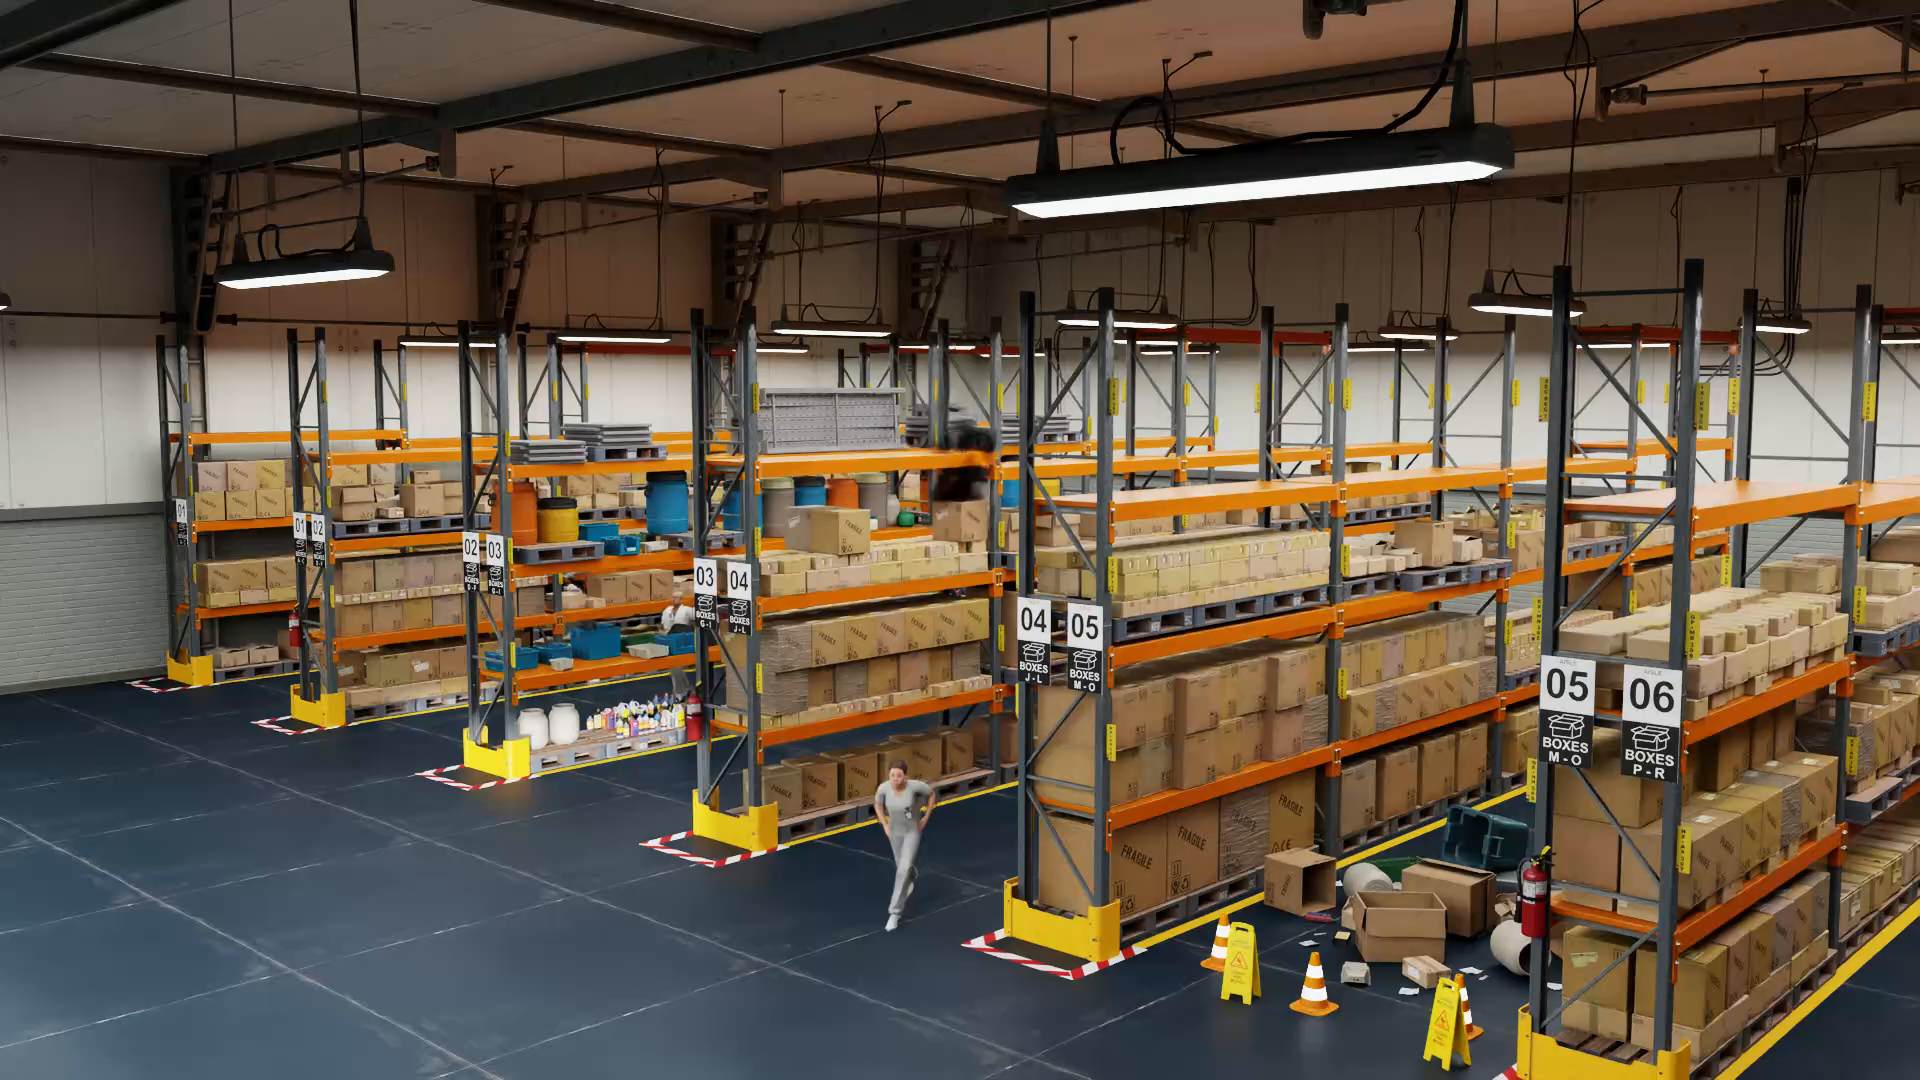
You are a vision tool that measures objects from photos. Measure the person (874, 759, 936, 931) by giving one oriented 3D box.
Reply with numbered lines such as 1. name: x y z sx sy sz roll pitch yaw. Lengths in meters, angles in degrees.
1. person: -0.518 2.867 16.159 0.594 1.627 1.011 1 5 8

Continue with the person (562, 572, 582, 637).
1. person: -7.171 1.419 30.878 0.858 1.663 0.599 -4 7 -39

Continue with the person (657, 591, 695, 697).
1. person: -4.608 1.744 27.056 0.685 1.826 0.777 3 6 31
